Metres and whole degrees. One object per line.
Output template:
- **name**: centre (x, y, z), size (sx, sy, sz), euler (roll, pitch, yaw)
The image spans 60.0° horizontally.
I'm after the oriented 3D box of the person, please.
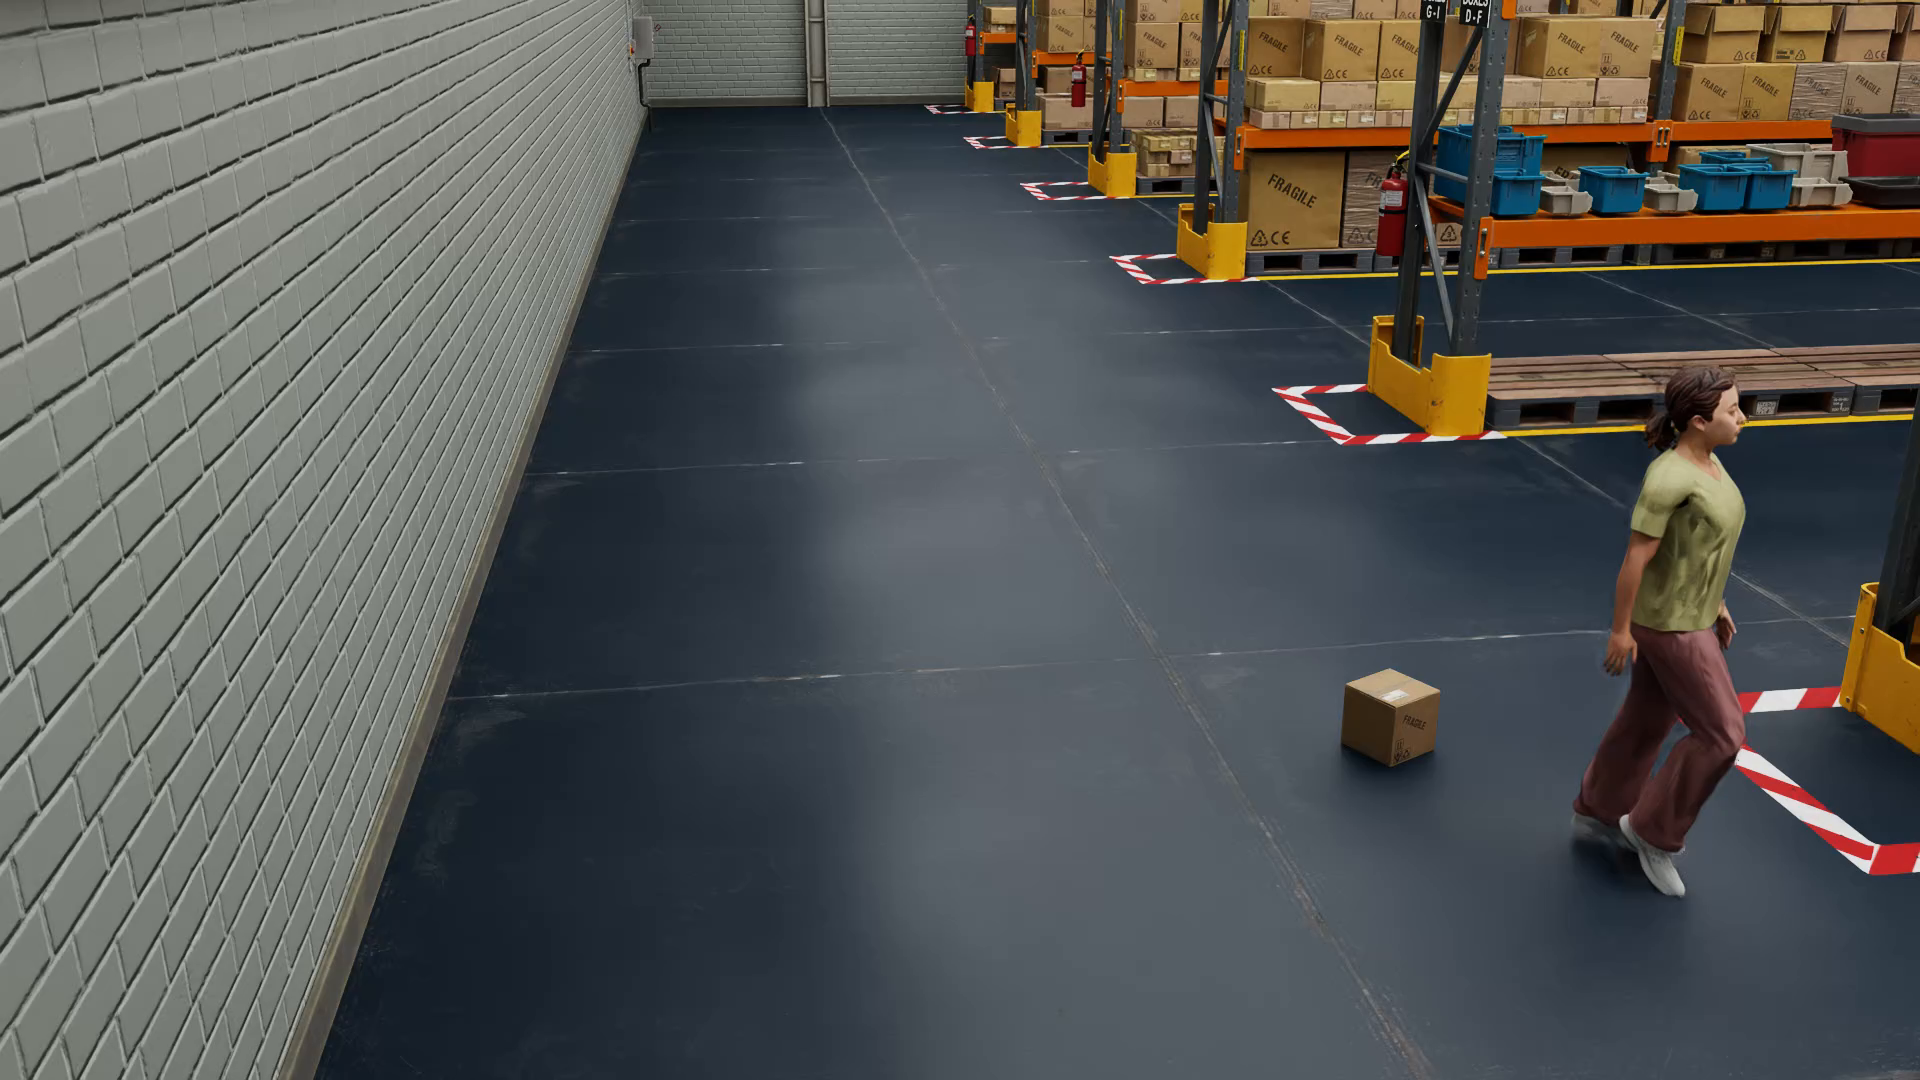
- **person**: centre (2.285, 0.291, 5.279), size (0.506, 1.711, 0.485), euler (13, 24, 32)
